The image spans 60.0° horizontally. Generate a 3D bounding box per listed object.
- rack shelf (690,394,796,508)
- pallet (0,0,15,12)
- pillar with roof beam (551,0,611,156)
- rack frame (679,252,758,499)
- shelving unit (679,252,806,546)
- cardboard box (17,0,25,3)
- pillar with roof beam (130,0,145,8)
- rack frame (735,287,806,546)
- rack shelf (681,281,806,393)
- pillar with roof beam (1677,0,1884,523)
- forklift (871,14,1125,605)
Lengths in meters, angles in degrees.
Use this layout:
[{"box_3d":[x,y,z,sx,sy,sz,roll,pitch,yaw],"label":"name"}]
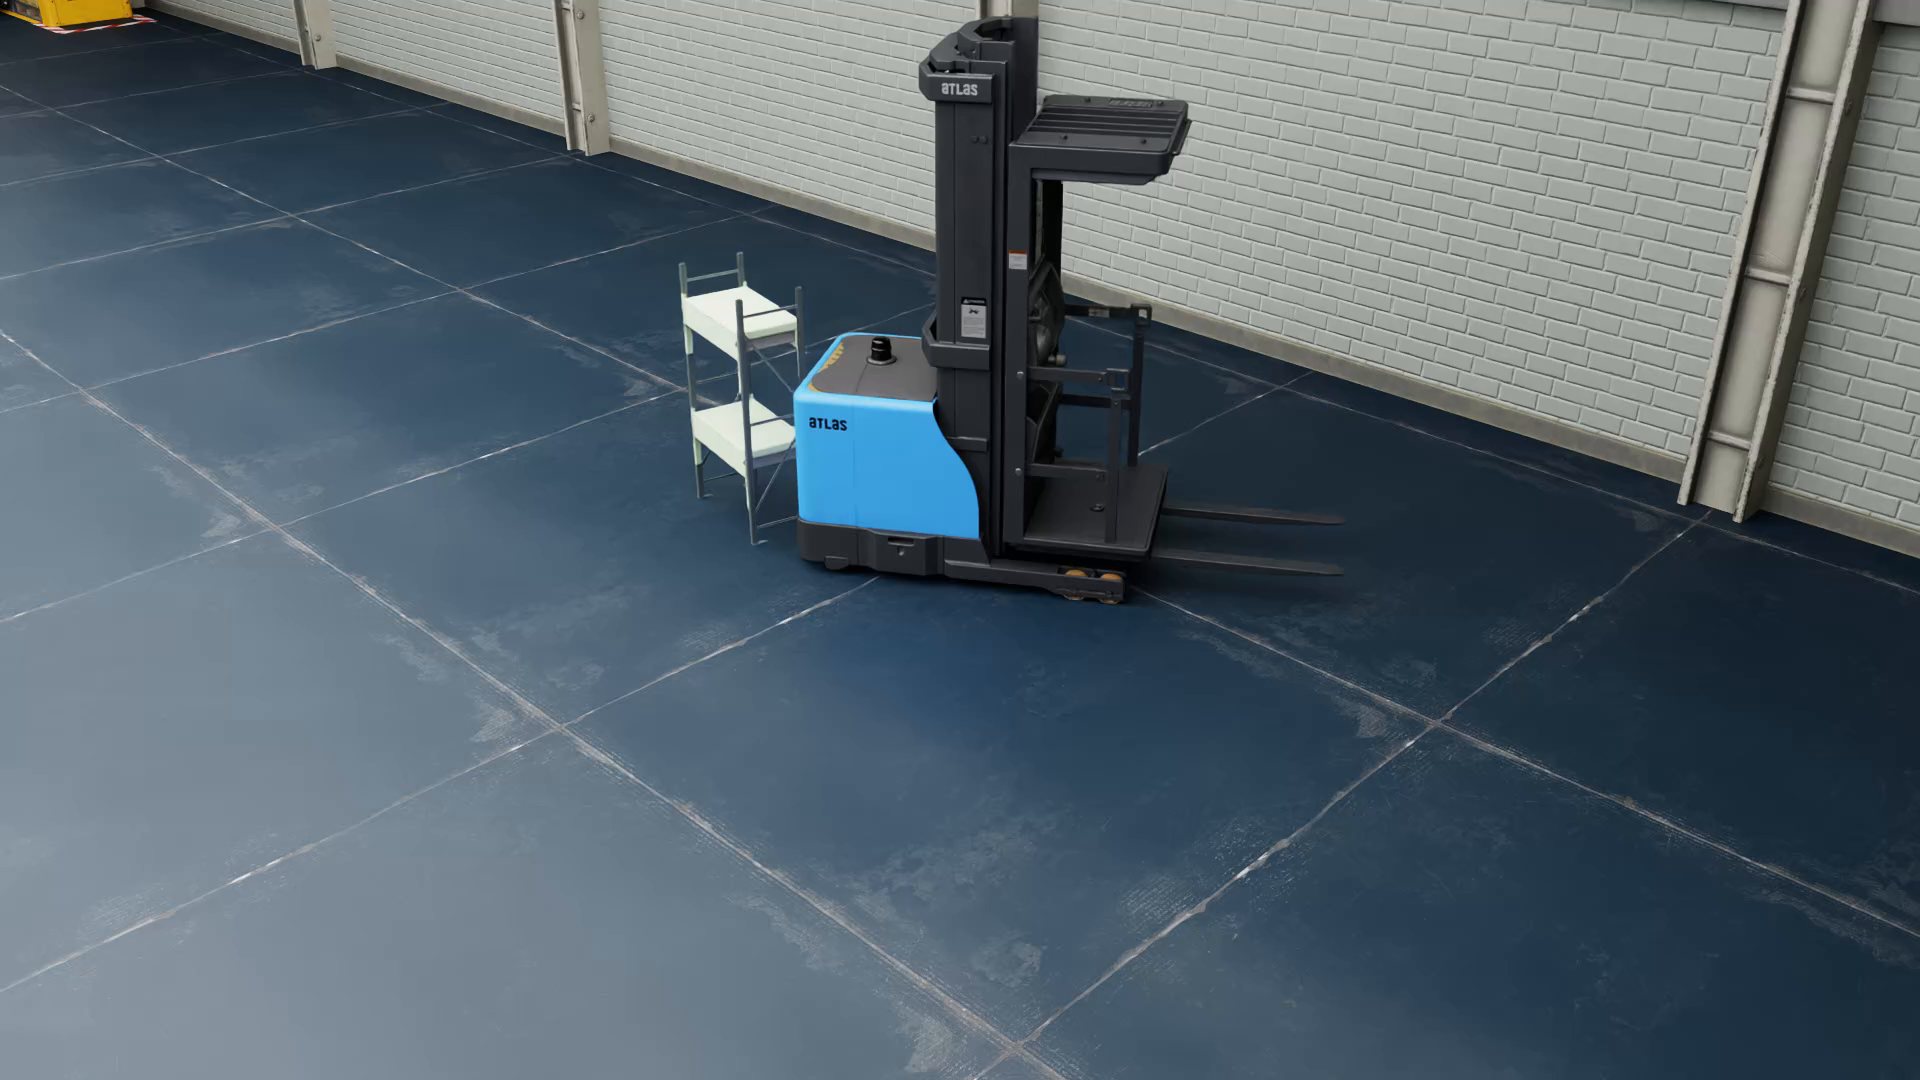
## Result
[{"box_3d":[-1.243,-0.538,9.861,0.431,0.370,0.720,-17,32,-29],"label":"rack shelf"},{"box_3d":[-14.051,-8.247,25.207,1.213,0.211,1.003,25,36,38],"label":"pallet"},{"box_3d":[-6.936,-6.685,12.794,0.400,9.000,9.100,25,36,38],"label":"pillar with roof beam"},{"box_3d":[-1.441,-0.969,9.982,0.400,1.500,0.023,-17,32,-29],"label":"rack frame"},{"box_3d":[-1.243,-0.826,9.710,0.431,1.500,0.755,-17,32,-29],"label":"shelving unit"},{"box_3d":[-15.544,-10.533,25.732,1.068,3.350,6.811,-25,37,-39],"label":"cardboard box"},{"box_3d":[-15.493,-10.600,20.241,0.400,9.000,9.100,25,36,38],"label":"pillar with roof beam"},{"box_3d":[-1.044,-0.683,9.437,0.400,1.500,0.023,-17,32,-29],"label":"rack frame"},{"box_3d":[-1.243,-1.172,9.528,0.431,0.370,0.720,-17,32,-29],"label":"rack shelf"},{"box_3d":[1.621,-2.770,5.348,0.400,9.000,9.100,25,36,38],"label":"pillar with roof beam"},{"box_3d":[0.652,-1.215,8.911,3.031,2.935,1.121,6,28,11],"label":"forklift"}]
